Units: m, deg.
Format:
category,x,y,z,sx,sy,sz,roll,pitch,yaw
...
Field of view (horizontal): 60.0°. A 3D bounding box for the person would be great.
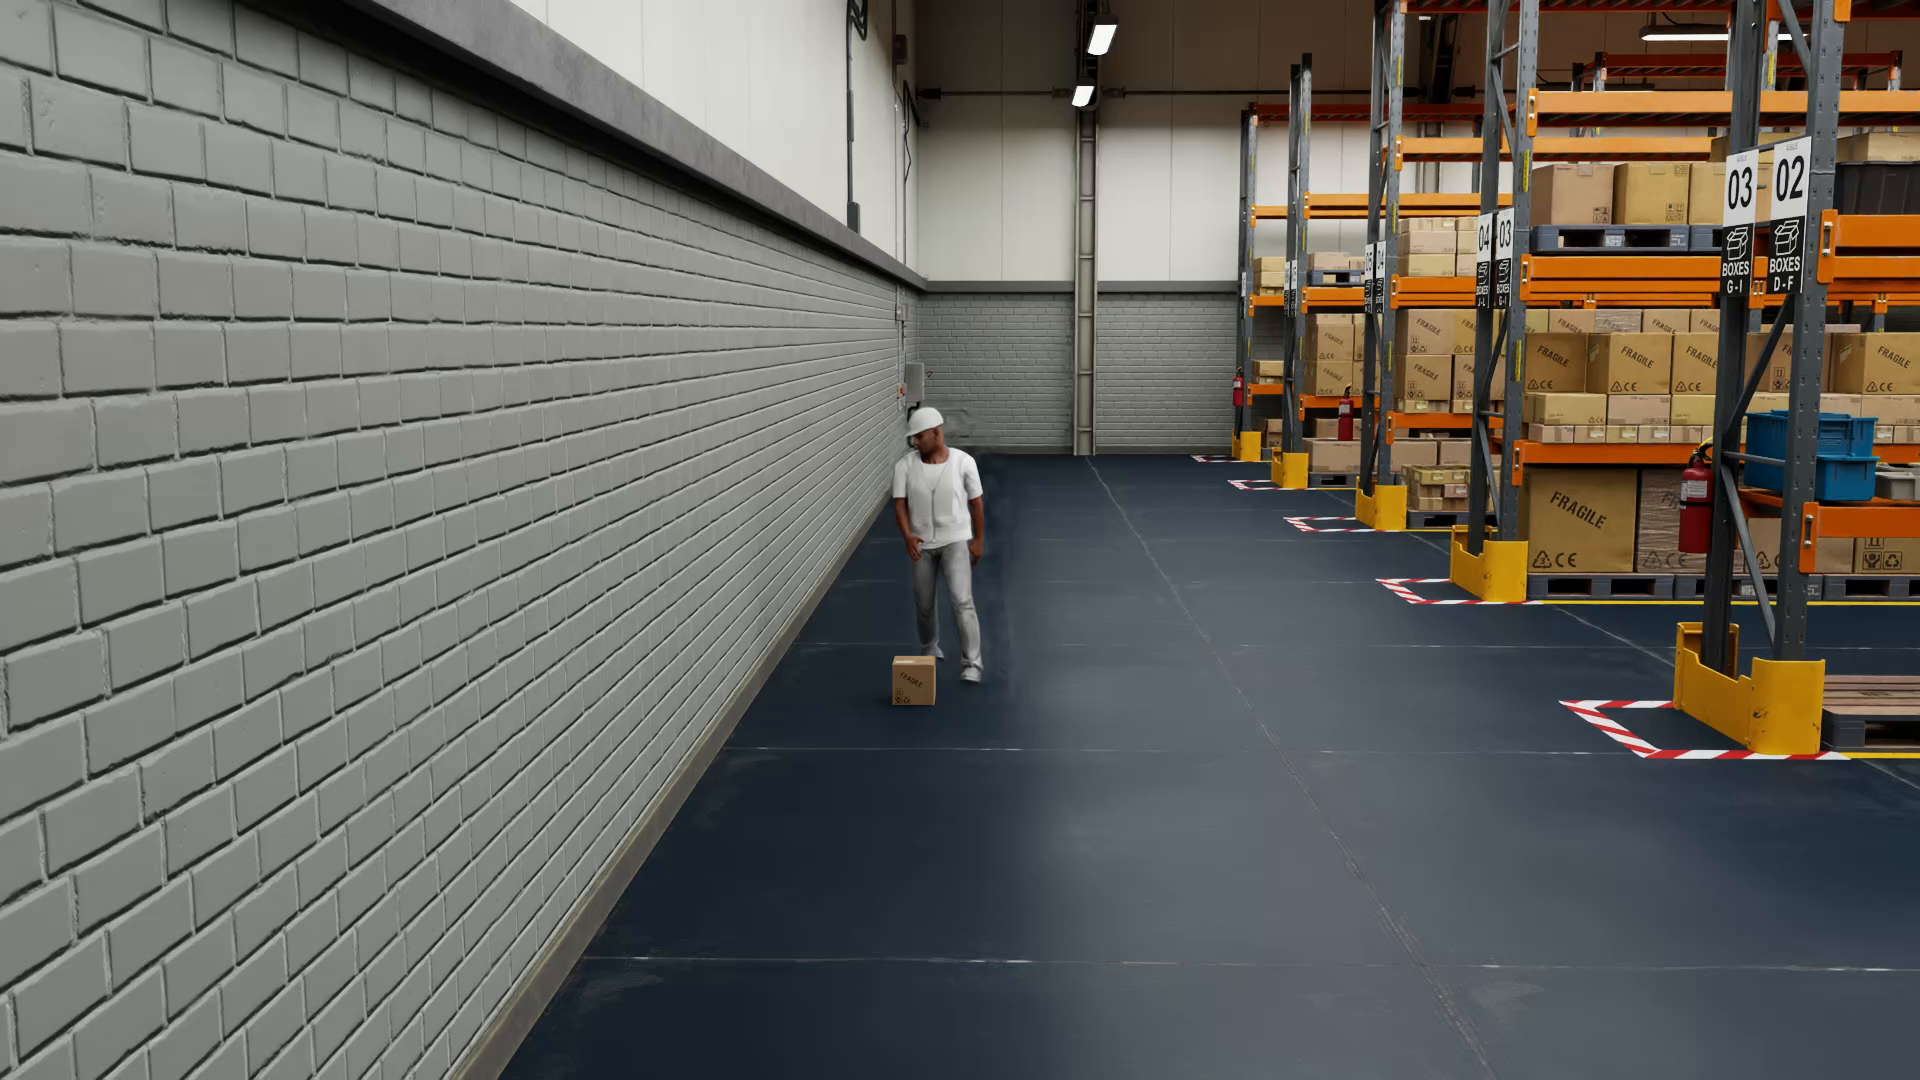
category,x,y,z,sx,sy,sz,roll,pitch,yaw
person,-0.131,0.016,10.565,0.595,1.721,0.853,1,7,7
